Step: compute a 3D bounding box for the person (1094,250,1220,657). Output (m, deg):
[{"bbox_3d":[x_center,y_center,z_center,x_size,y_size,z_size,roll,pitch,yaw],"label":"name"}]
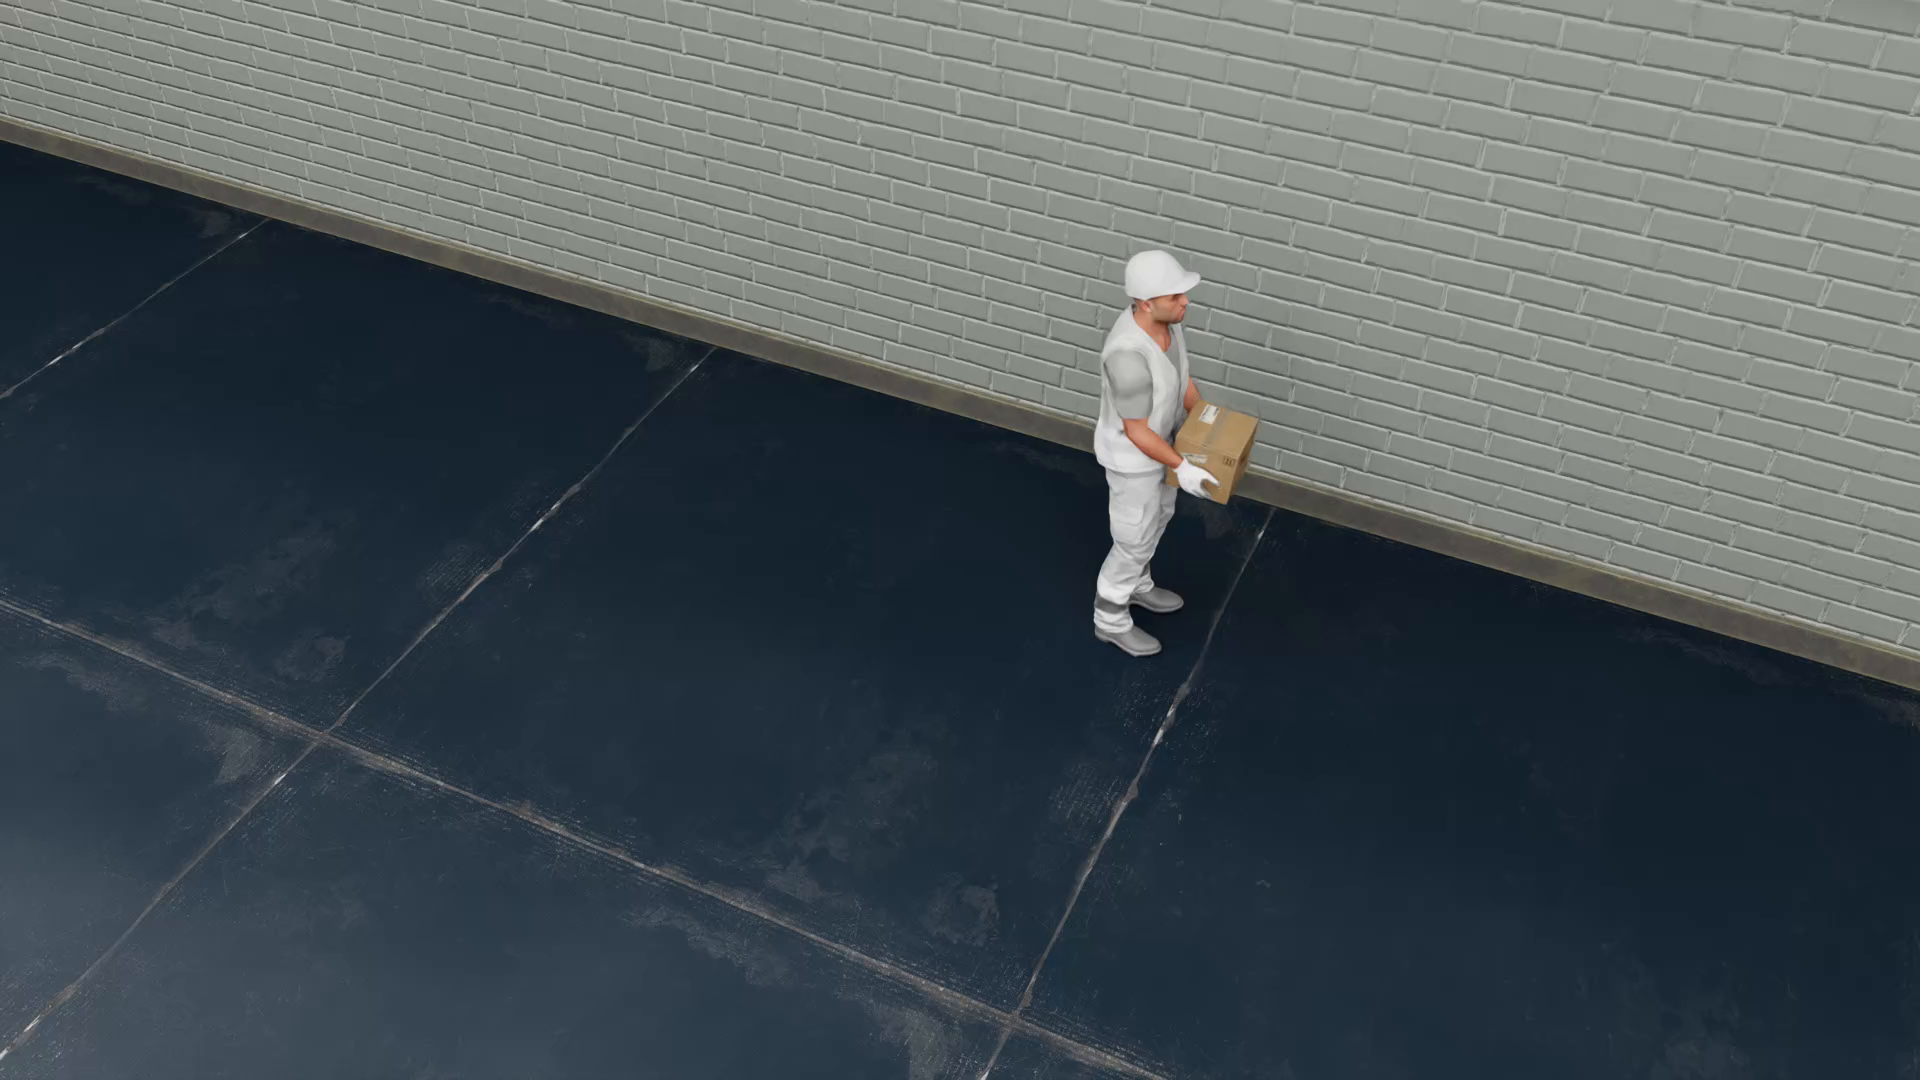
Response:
[{"bbox_3d":[0.800,-0.324,6.502,0.529,1.794,0.524,17,44,18],"label":"person"}]
